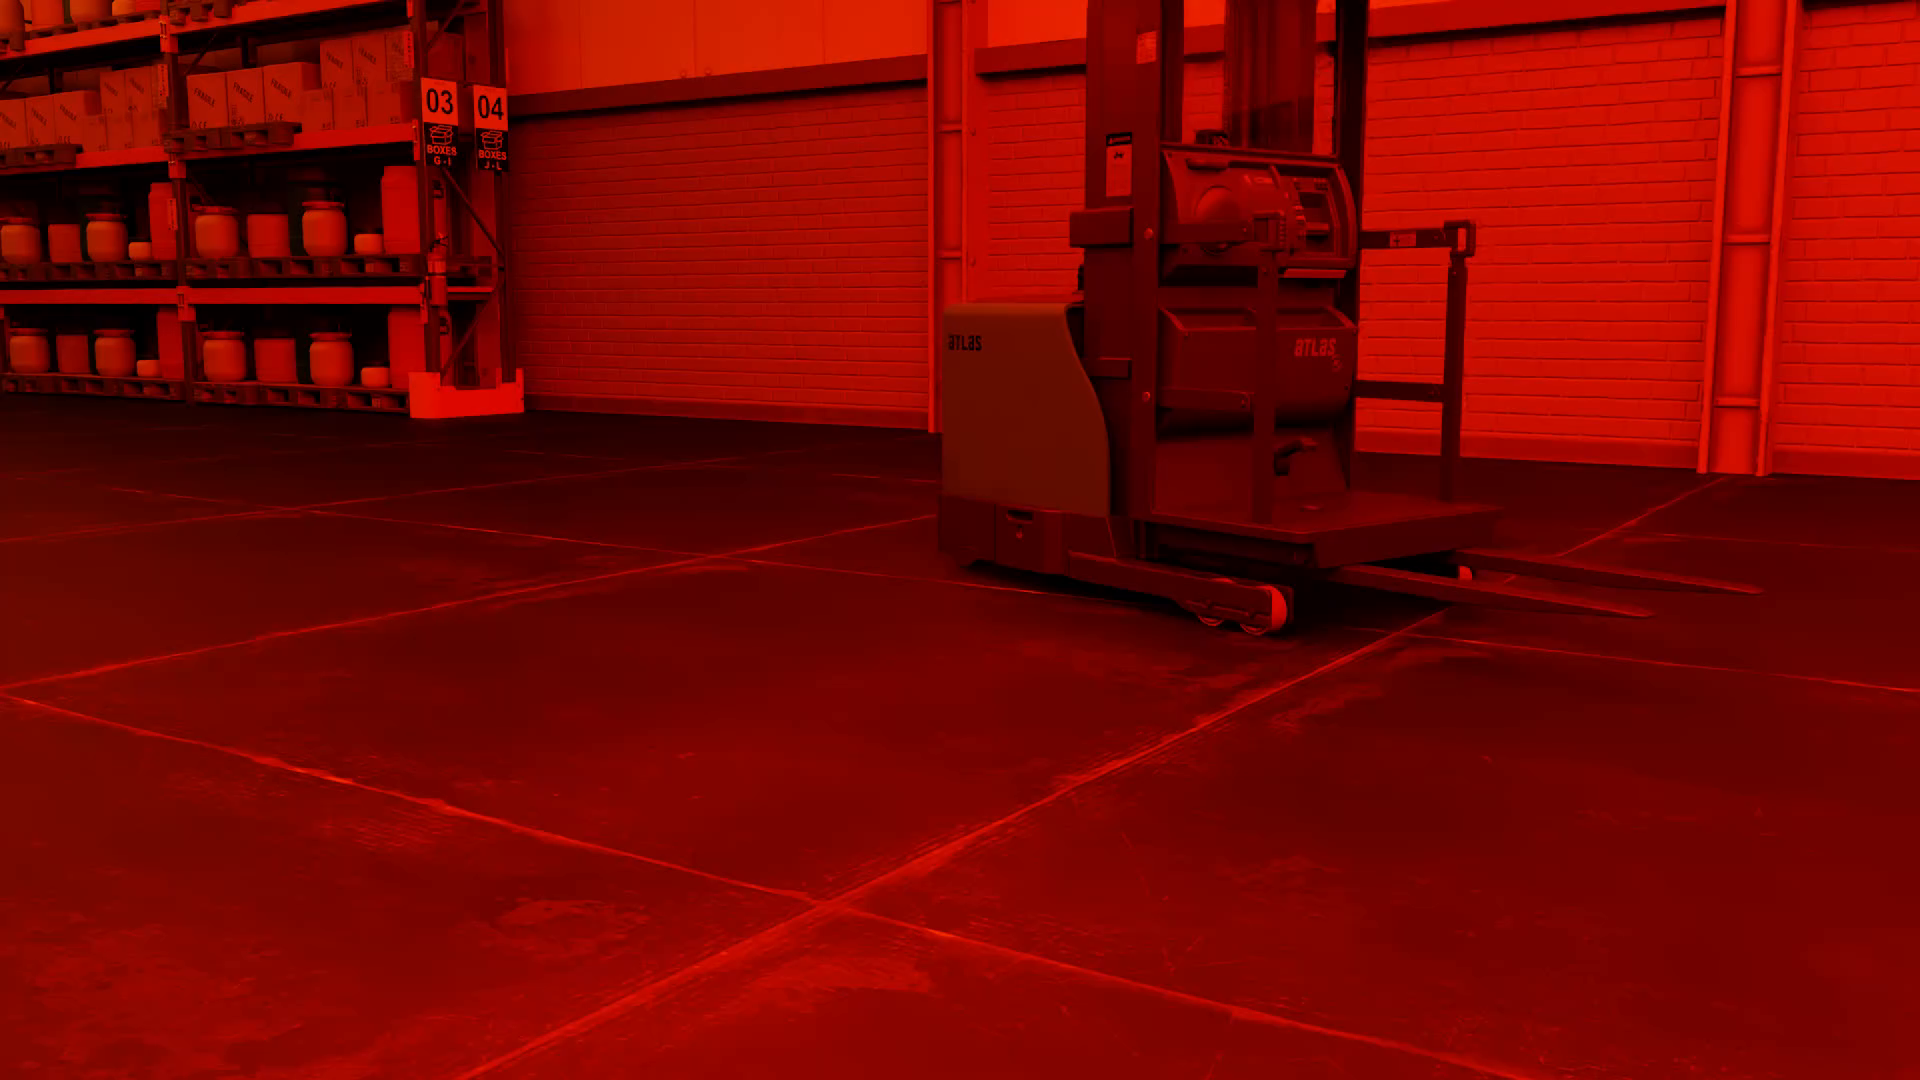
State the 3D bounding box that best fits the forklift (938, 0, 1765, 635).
[{"bbox_3d":[1.209,-1.218,5.759,1.130,2.935,3.031,-6,10,-37],"label":"forklift"}]
